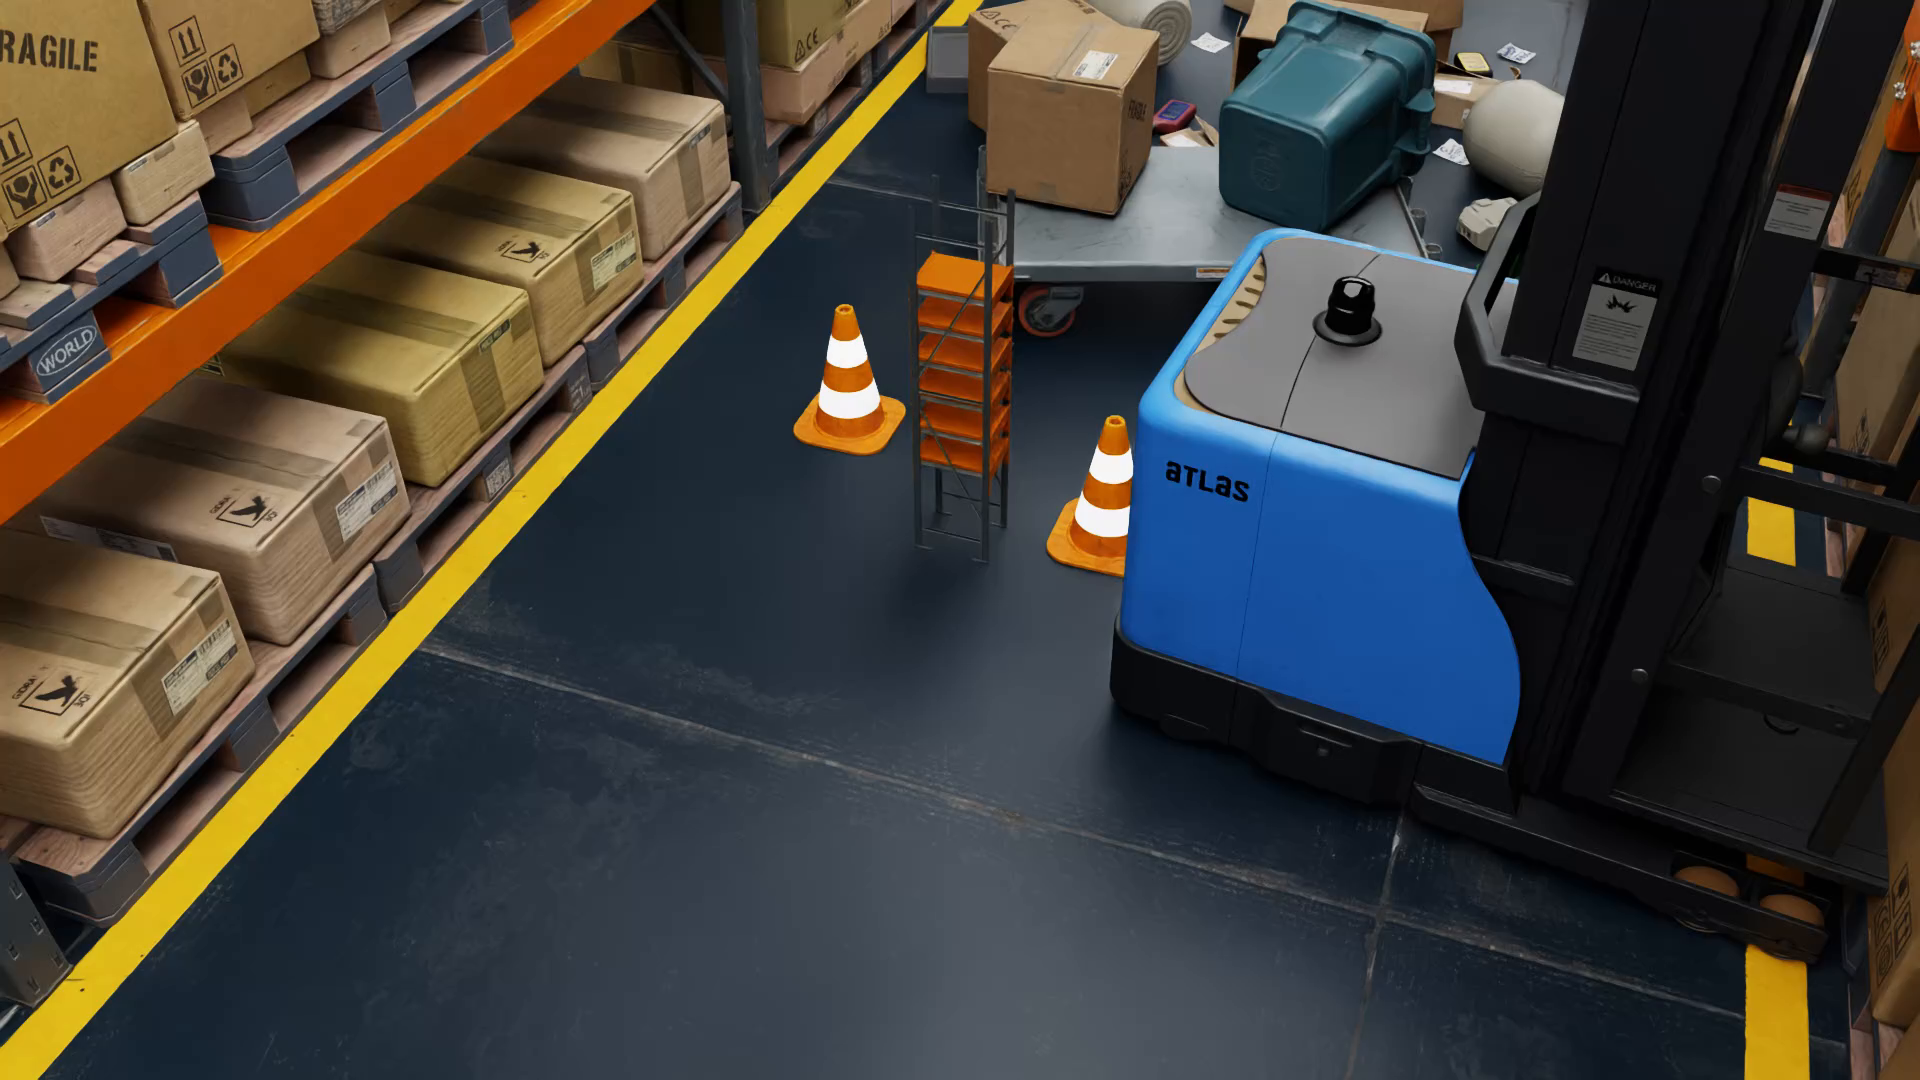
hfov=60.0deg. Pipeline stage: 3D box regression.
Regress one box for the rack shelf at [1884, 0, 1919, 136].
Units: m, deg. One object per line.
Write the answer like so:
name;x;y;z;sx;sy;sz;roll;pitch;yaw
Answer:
rack shelf;4.100;-2.523;6.450;1.077;0.370;4.000;13;42;15

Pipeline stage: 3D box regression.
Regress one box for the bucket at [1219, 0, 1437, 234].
bucket;1.296;-1.504;6.053;0.726;0.611;0.620;29;58;29

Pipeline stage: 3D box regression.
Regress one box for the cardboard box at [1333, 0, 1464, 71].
cardboard box;1.877;-2.470;7.758;0.797;0.503;0.637;-13;42;-15

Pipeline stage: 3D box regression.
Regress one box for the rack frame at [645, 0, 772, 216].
rack frame;-1.270;-2.614;6.002;1.000;3.000;0.127;13;42;15

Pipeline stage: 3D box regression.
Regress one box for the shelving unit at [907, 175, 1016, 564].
shelving unit;0.005;-0.465;4.871;0.258;1.200;0.189;13;42;15

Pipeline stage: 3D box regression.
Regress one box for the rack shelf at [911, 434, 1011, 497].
rack shelf;0.005;-0.249;5.056;0.258;0.103;0.180;13;42;15

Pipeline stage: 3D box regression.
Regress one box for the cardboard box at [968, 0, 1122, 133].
cardboard box;0.375;-2.015;7.225;0.500;0.500;0.500;-21;45;-22

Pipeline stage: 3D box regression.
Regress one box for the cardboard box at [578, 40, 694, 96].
cardboard box;-1.320;-2.148;7.251;0.500;0.250;0.500;15;43;17

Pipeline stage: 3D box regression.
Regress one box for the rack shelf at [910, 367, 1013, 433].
rack shelf;0.005;-0.431;4.900;0.258;0.103;0.180;13;42;15

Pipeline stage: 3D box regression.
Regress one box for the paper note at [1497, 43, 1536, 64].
paper note;2.667;-2.332;7.961;0.144;0.017;0.142;29;48;29

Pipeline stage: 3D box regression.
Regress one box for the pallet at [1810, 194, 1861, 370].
pallet;3.750;-0.962;6.215;1.003;0.211;1.213;13;42;15

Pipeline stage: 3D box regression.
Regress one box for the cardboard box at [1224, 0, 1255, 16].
cardboard box;1.548;-2.721;8.325;0.250;0.149;0.380;-29;48;-29

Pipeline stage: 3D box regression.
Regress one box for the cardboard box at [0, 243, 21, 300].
cardboard box;-2.223;-0.560;3.465;0.380;0.149;0.250;11;42;12

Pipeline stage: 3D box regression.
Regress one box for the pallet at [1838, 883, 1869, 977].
pallet;2.808;0.718;4.246;1.003;0.211;1.213;13;42;15

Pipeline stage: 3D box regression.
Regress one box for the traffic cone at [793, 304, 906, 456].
traffic cone;-0.378;-0.581;5.575;0.336;0.463;0.334;13;42;15

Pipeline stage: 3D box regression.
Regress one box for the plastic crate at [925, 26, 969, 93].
plastic crate;0.038;-2.278;7.859;0.402;0.080;0.583;0;40;0

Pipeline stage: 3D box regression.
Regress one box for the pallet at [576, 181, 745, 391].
pallet;-1.535;-1.078;6.350;1.003;0.211;1.213;13;42;15

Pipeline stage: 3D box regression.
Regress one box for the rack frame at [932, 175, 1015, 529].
rack frame;0.036;-0.521;4.936;0.240;1.200;0.006;13;42;15

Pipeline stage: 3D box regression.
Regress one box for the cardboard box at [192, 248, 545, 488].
cardboard box;-1.926;-0.589;5.331;0.950;0.372;0.625;15;43;17

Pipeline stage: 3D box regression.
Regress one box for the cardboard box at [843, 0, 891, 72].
cardboard box;-0.642;-2.355;7.495;0.500;0.250;0.500;16;43;18

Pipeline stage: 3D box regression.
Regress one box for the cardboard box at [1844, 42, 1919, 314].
cardboard box;3.697;-1.296;5.772;0.875;0.875;0.875;14;42;16

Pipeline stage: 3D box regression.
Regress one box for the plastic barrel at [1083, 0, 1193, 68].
plastic barrel;0.814;-2.477;7.828;0.421;0.421;0.512;-21;45;-22

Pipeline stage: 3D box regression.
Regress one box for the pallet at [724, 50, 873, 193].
pallet;-1.073;-1.970;7.397;1.003;0.211;1.213;13;42;15

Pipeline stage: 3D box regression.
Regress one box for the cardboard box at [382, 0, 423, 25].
cardboard box;-1.735;-1.546;4.621;0.380;0.149;0.250;12;42;14

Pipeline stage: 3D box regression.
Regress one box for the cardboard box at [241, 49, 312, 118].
cardboard box;-1.904;-1.225;4.245;0.380;0.149;0.250;15;43;17

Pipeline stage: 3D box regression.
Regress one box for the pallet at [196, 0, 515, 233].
pallet;-1.999;-1.317;4.631;1.003;0.211;1.213;13;42;15

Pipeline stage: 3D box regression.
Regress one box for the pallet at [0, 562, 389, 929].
pallet;-2.369;0.411;4.606;1.003;0.211;1.213;13;42;15

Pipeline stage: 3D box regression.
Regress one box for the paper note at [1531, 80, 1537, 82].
paper note;2.632;-2.116;7.722;0.123;0.001;0.032;-29;48;-29

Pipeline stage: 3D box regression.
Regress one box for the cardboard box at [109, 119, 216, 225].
cardboard box;-1.973;-0.880;3.840;0.380;0.149;0.250;14;42;15

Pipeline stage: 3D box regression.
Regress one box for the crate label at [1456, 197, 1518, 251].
crate label;2.139;-1.251;6.611;0.298;0.136;0.250;-13;42;-15

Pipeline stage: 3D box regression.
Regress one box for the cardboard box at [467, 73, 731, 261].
cardboard box;-1.447;-1.453;6.343;0.950;0.372;0.625;14;42;16

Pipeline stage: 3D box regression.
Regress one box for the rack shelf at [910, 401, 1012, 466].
rack shelf;0.005;-0.340;4.978;0.258;0.103;0.180;13;42;15

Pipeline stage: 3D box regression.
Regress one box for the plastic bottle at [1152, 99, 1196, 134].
plastic bottle;0.934;-1.867;7.391;0.133;0.061;0.283;21;45;22

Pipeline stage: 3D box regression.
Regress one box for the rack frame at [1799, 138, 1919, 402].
rack frame;3.416;-1.577;4.787;1.000;3.000;0.127;13;42;15

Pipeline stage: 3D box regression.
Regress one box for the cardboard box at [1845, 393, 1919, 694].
cardboard box;2.955;0.106;4.225;1.050;0.750;0.750;13;42;15

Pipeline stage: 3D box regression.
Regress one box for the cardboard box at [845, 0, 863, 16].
cardboard box;-0.642;-2.642;7.252;0.500;0.500;0.500;15;43;17

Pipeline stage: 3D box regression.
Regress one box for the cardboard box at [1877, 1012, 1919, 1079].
cardboard box;2.341;1.208;2.933;1.050;0.750;0.750;13;42;14

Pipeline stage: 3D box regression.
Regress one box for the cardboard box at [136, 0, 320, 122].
cardboard box;-1.919;-1.353;3.895;0.500;0.500;0.500;14;42;16

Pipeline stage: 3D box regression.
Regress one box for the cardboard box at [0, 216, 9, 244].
cardboard box;-2.266;-0.708;3.139;0.500;0.500;0.500;12;42;14

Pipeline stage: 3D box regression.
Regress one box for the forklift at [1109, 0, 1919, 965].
forklift;1.973;-0.488;3.563;3.031;2.935;1.130;18;44;20

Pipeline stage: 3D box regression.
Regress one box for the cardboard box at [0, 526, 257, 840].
cardboard box;-2.435;0.324;4.261;0.950;0.372;0.625;11;42;12
